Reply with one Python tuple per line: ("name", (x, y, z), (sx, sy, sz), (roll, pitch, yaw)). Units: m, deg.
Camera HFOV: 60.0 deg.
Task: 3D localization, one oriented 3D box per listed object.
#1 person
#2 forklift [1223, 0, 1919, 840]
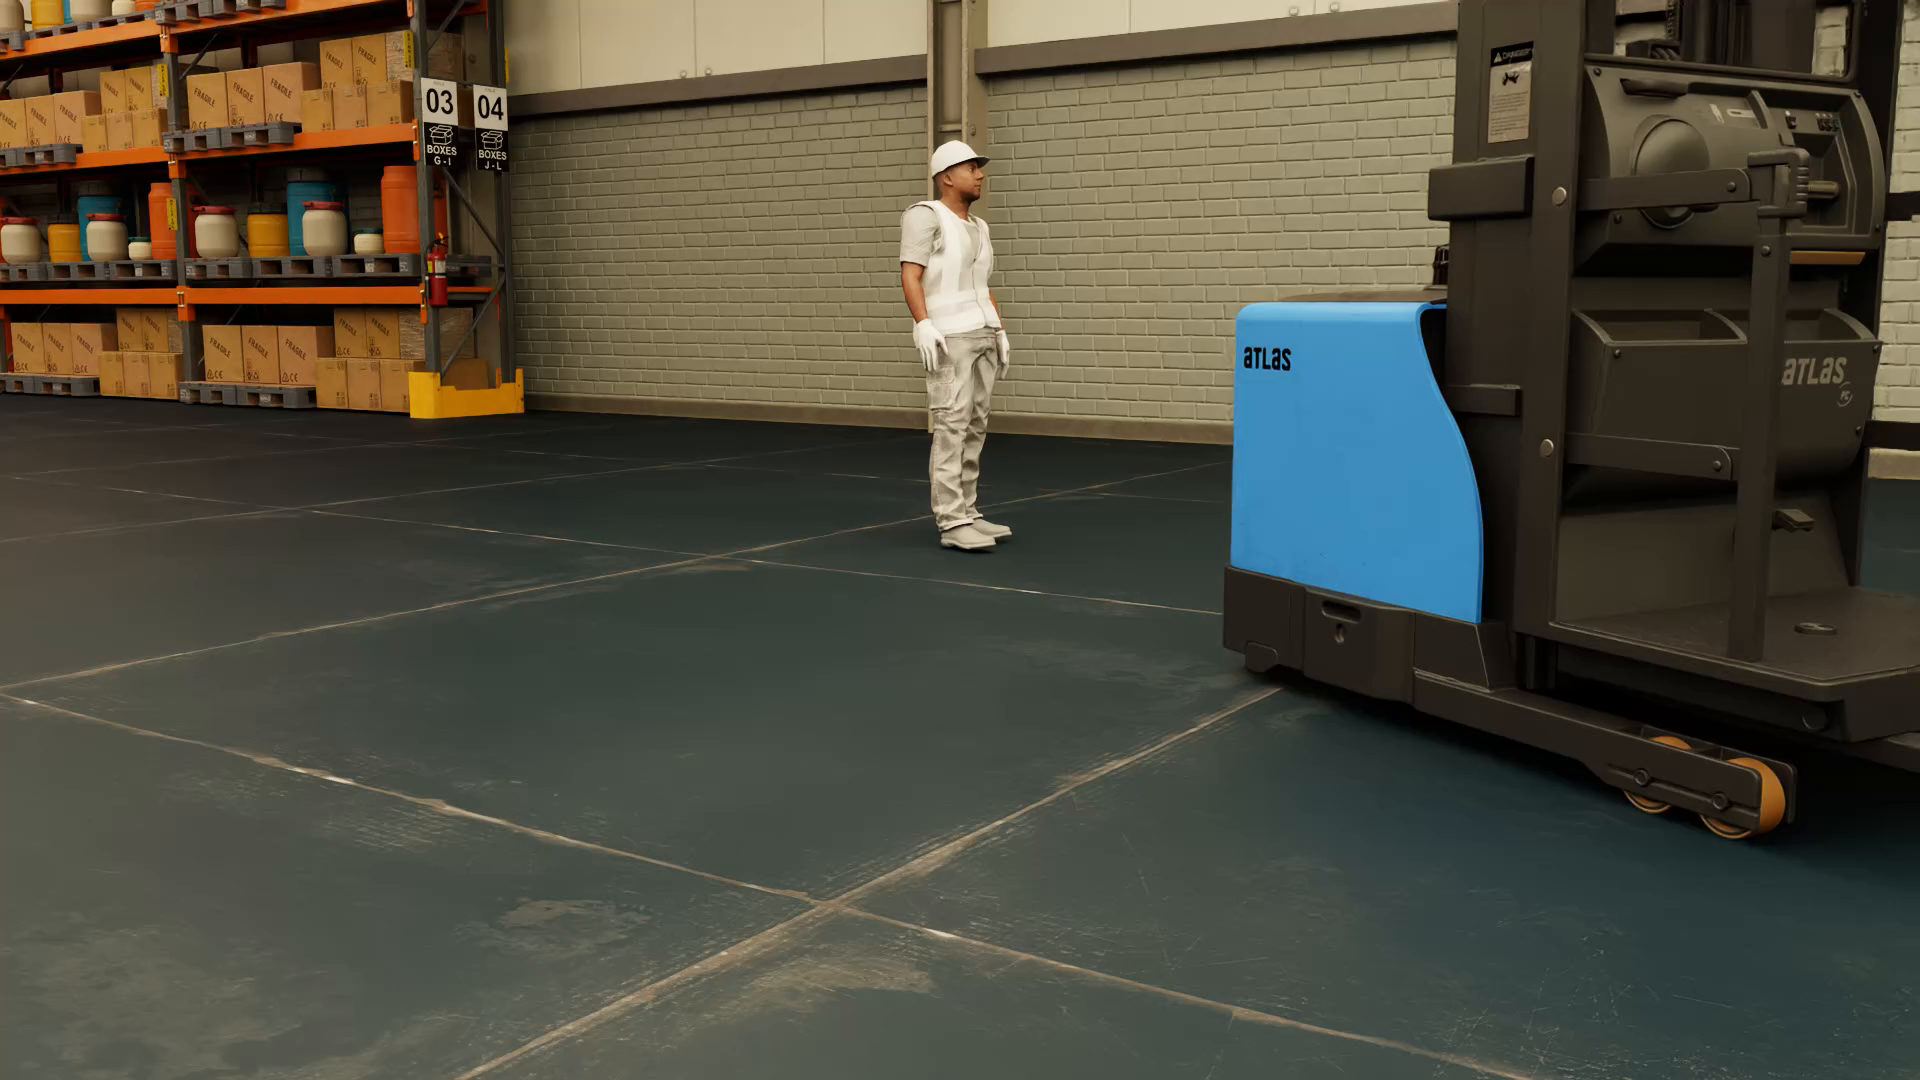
("person", (0.055, -0.883, 7.430), (0.576, 1.782, 0.656), (5, 10, 34))
("forklift", (1.895, -0.918, 3.646), (1.130, 2.935, 3.031), (-4, 9, -27))
